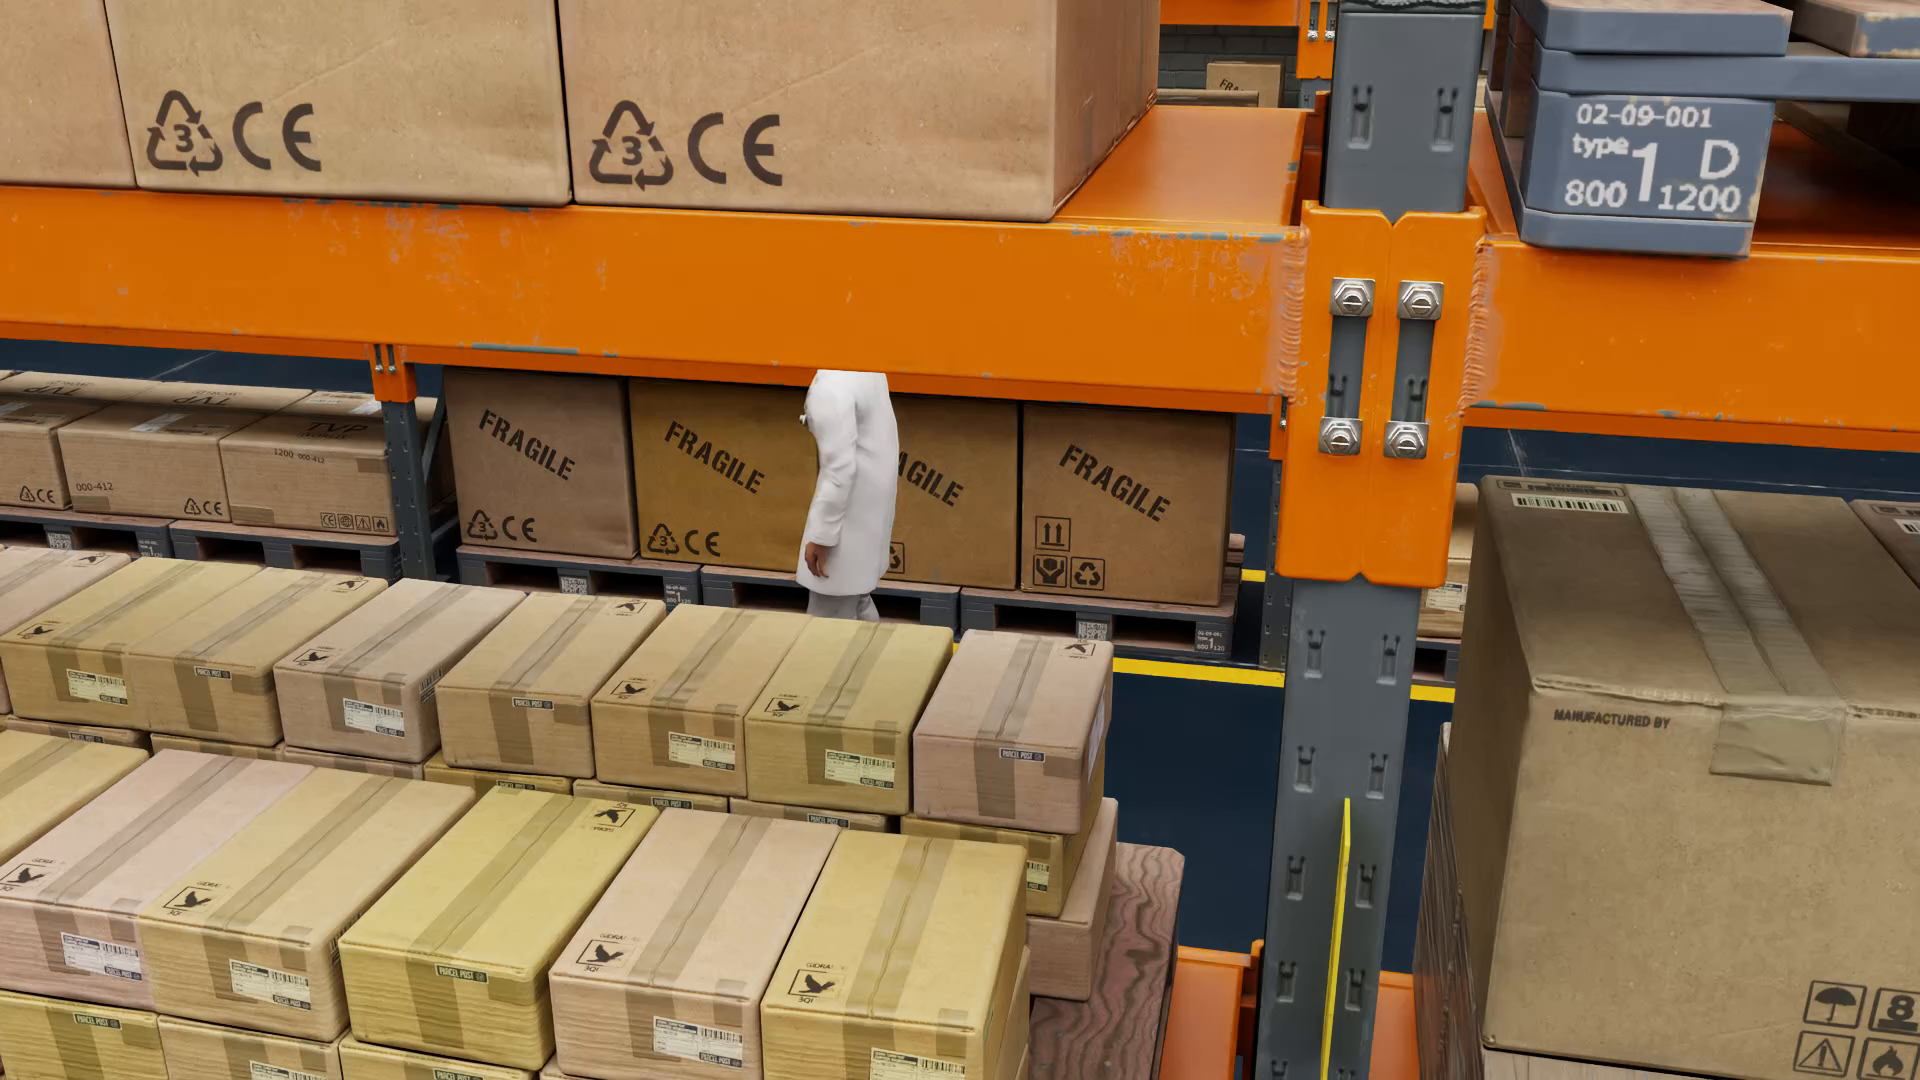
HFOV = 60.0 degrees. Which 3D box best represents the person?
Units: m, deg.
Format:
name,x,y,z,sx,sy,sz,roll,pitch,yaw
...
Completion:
name,x,y,z,sx,sy,sz,roll,pitch,yaw
person,-0.445,-0.079,6.311,0.424,1.773,0.640,4,22,10
